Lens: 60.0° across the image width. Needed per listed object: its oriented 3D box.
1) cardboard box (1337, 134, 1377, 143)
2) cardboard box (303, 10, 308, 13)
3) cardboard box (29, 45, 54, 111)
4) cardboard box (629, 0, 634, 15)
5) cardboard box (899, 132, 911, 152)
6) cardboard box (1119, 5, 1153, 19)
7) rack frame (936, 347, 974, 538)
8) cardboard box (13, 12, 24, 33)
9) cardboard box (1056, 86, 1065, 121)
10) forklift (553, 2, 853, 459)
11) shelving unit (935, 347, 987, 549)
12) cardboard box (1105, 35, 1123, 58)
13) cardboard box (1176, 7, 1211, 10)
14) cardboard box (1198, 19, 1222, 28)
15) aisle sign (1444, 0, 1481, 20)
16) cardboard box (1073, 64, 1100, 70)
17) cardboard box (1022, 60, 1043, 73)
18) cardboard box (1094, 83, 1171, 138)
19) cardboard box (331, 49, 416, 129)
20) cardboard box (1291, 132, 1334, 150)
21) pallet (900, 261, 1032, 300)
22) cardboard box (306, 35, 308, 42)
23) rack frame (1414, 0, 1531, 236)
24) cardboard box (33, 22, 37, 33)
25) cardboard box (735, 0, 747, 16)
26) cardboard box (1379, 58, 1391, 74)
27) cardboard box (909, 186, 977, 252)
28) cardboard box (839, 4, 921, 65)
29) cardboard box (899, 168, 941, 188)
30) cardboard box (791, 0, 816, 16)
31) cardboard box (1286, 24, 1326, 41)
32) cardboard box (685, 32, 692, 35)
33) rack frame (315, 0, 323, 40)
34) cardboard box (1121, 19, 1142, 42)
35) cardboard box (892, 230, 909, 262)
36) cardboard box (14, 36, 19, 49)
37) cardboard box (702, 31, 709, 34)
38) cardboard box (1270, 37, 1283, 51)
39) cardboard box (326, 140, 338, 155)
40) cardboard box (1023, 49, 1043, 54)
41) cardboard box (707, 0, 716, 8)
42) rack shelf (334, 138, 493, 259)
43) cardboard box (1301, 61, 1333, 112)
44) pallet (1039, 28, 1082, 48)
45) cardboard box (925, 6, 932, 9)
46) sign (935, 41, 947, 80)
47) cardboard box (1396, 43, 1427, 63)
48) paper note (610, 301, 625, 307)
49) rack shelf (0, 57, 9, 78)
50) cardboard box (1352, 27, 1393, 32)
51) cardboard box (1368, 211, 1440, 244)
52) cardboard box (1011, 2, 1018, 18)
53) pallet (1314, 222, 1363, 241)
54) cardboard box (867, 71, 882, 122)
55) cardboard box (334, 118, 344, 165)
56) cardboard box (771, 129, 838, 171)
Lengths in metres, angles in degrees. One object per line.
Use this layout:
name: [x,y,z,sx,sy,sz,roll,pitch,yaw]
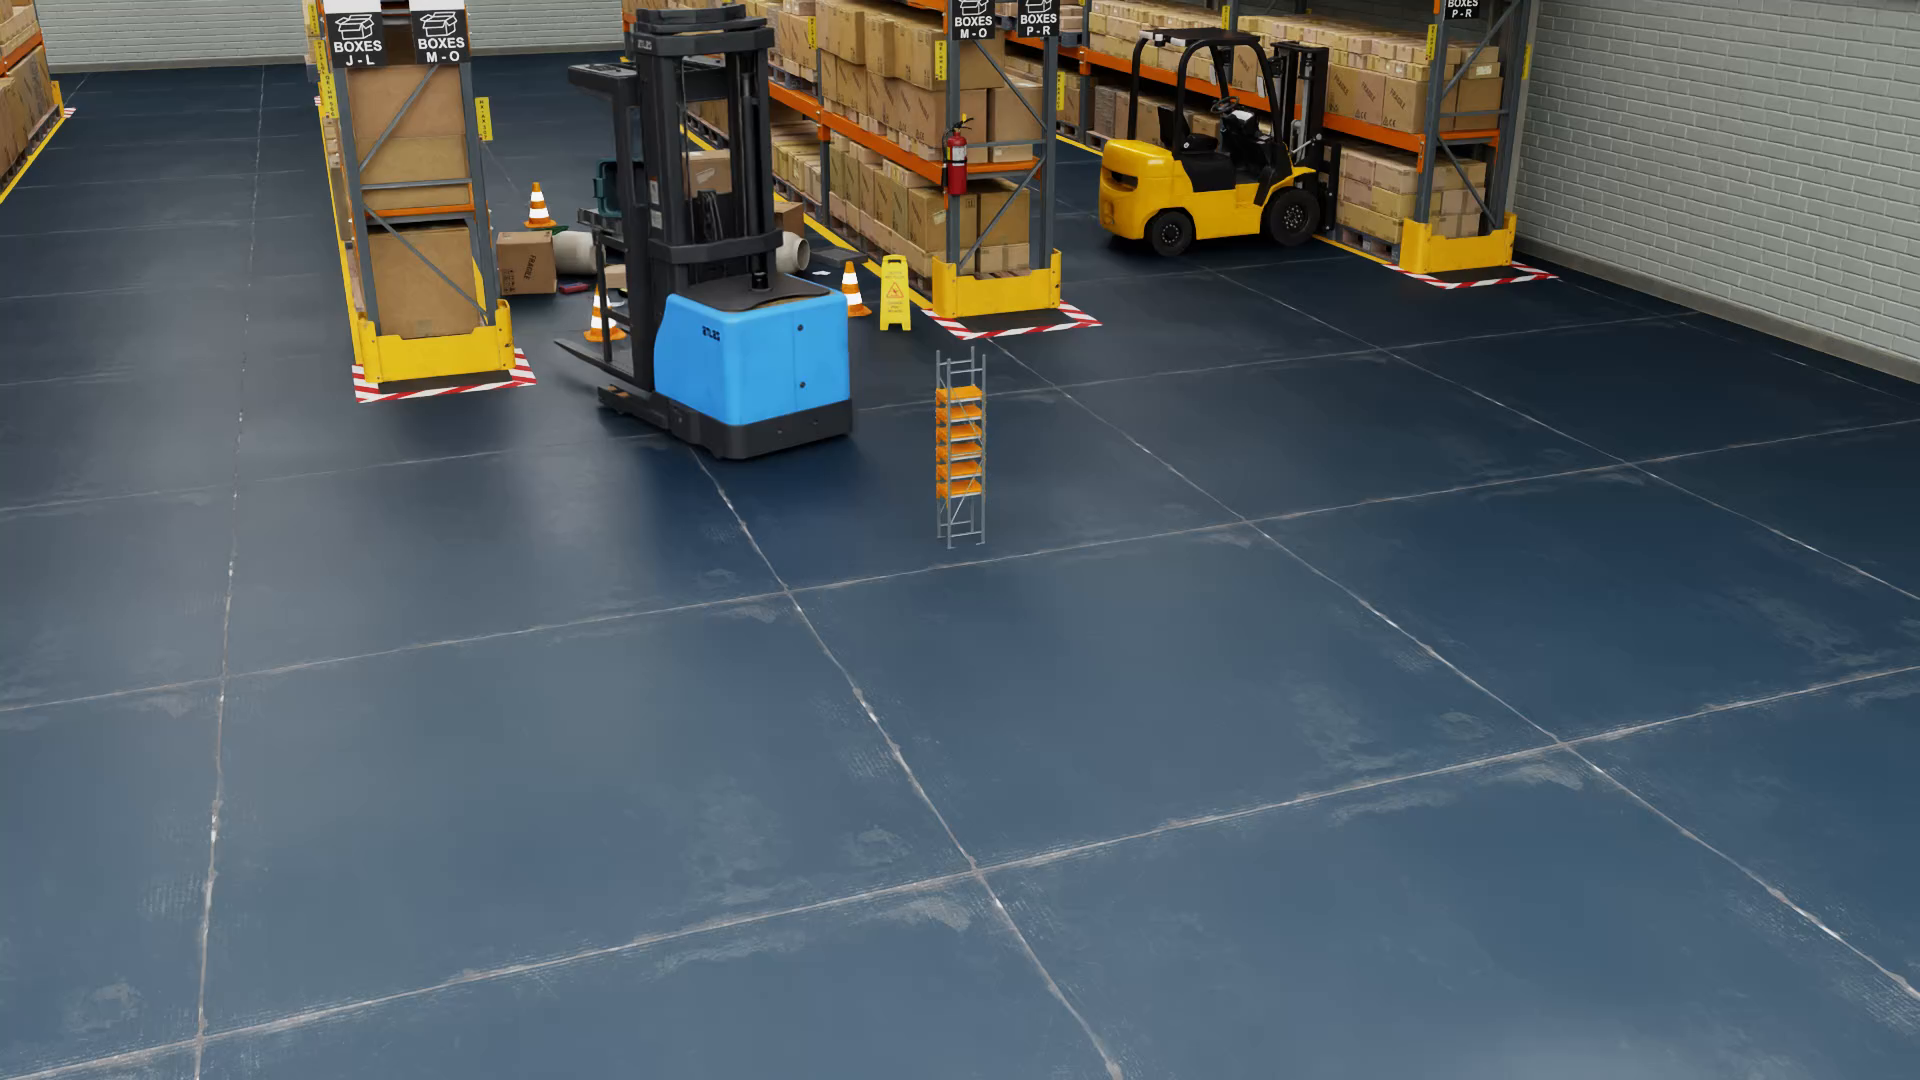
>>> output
cardboard box: [4.492,-4.308,18.322,0.500,0.250,0.500,-9,24,-20]
cardboard box: [-8.206,-6.709,21.323,0.380,0.149,0.250,-8,24,-17]
cardboard box: [-14.259,-6.933,25.033,0.875,0.875,0.875,-8,24,-19]
cardboard box: [-5.183,-8.952,27.500,0.500,0.500,0.500,-9,24,-20]
cardboard box: [-0.352,-3.740,15.584,0.380,0.149,0.250,-8,24,-18]
cardboard box: [2.331,-6.985,21.996,0.380,0.149,0.250,-8,24,-18]
rack frame: [-0.027,-0.581,10.083,0.240,1.200,0.006,-8,24,-19]
cardboard box: [-13.594,-7.311,23.544,0.500,0.250,0.500,-8,24,-19]
cardboard box: [1.662,-6.425,24.309,0.500,0.500,0.500,-9,24,-20]
forklift: [-2.093,-2.402,12.176,1.130,2.935,3.031,-18,29,-36]
shelving unit: [0.005,-0.548,10.004,0.258,1.200,0.189,-8,24,-19]
cardboard box: [2.281,-6.629,22.308,0.500,0.250,0.500,-9,24,-20]
cardboard box: [3.053,-6.884,21.756,0.380,0.149,0.250,-9,24,-20]
cardboard box: [3.119,-6.248,20.249,0.380,0.149,0.250,-8,24,-19]
aisle sign: [4.754,-5.303,15.622,0.394,0.787,0.004,-8,24,-19]
cardboard box: [1.909,-7.028,24.905,0.380,0.149,0.250,-9,24,-20]
cardboard box: [1.164,-7.237,25.401,0.380,0.149,0.250,-7,24,-17]
cardboard box: [2.387,-5.947,23.013,0.875,0.625,0.625,-8,24,-17]
cardboard box: [-4.607,-3.665,13.499,0.875,0.550,0.550,-8,24,-19]
cardboard box: [3.828,-4.424,18.597,0.500,0.250,0.500,-7,24,-17]
pallet: [0.083,-2.529,15.979,1.003,0.211,1.213,-8,24,-19]
cardboard box: [-7.754,-6.106,20.275,0.380,0.149,0.250,-7,24,-17]
rack frame: [5.006,-4.169,16.279,1.000,3.000,0.127,-8,24,-19]
cardboard box: [-14.032,-7.646,24.853,0.380,0.149,0.250,-8,24,-18]
cardboard box: [-2.520,-6.575,20.935,0.500,0.500,0.500,-9,24,-20]
cardboard box: [4.469,-4.793,16.796,0.380,0.149,0.250,-8,24,-18]
cardboard box: [-0.163,-3.014,15.573,0.500,0.500,0.500,-8,24,-19]
cardboard box: [-0.785,-5.020,16.498,0.700,0.500,0.500,-9,24,-20]
cardboard box: [-0.356,-3.437,15.741,0.380,0.149,0.250,-8,24,-17]
cardboard box: [-1.679,-6.001,18.738,0.380,0.149,0.250,-9,25,-21]
cardboard box: [3.815,-5.576,18.270,0.380,0.149,0.250,-9,24,-20]
cardboard box: [-3.617,-7.205,23.676,0.500,0.250,0.500,-9,24,-19]
rack frame: [-7.058,-5.678,19.858,1.000,3.000,0.127,-8,24,-19]
cardboard box: [2.452,-6.668,21.757,0.500,0.250,0.500,-9,24,-20]
cardboard box: [-0.349,-2.859,16.171,0.500,0.250,0.500,-8,24,-19]
cardboard box: [-13.311,-6.904,23.091,0.380,0.149,0.250,-9,24,-20]
cardboard box: [-3.256,-7.065,22.699,0.500,0.250,0.500,-9,24,-20]
cardboard box: [3.688,-5.531,18.547,0.380,0.149,0.250,-8,24,-18]
cardboard box: [-6.285,-3.945,18.104,1.050,0.750,0.750,-8,24,-19]
cardboard box: [1.167,-7.776,26.679,0.380,0.149,0.250,-9,25,-21]
cardboard box: [-3.079,-7.237,22.143,0.500,0.500,0.500,-8,24,-18]
rack shelf: [-4.938,-3.166,14.826,1.077,0.370,4.000,-8,24,-19]
cardboard box: [4.043,-4.915,17.920,0.500,0.500,0.500,-8,24,-19]
pallet: [1.875,-7.224,23.775,1.213,0.211,1.003,-8,24,-19]
cardboard box: [-0.378,-9.235,28.622,0.380,0.149,0.250,-9,24,-20]
sign: [-0.163,-4.097,14.211,0.100,0.325,0.005,-8,24,-19]
cardboard box: [4.566,-4.838,16.519,0.380,0.149,0.250,-8,24,-19]
paper note: [-3.182,-2.189,15.407,0.144,0.017,0.142,0,23,-1]
rack shelf: [-12.440,-5.429,20.195,1.077,0.370,4.000,-8,24,-19]
cardboard box: [4.471,-5.464,18.005,0.380,0.149,0.250,-8,24,-17]
cardboard box: [4.544,-3.223,17.034,0.500,0.250,0.500,-8,24,-19]
cardboard box: [1.189,-8.089,24.910,0.700,0.500,0.500,-8,24,-19]
pallet: [4.269,-3.599,18.516,1.003,0.211,1.213,-8,24,-19]
cardboard box: [-0.593,-4.381,16.270,0.500,0.500,0.500,-8,24,-18]
cardboard box: [-5.207,-3.752,15.096,0.875,0.550,0.550,-8,24,-19]
cardboard box: [-2.004,-4.902,20.862,0.950,0.372,0.625,-9,24,-20]
